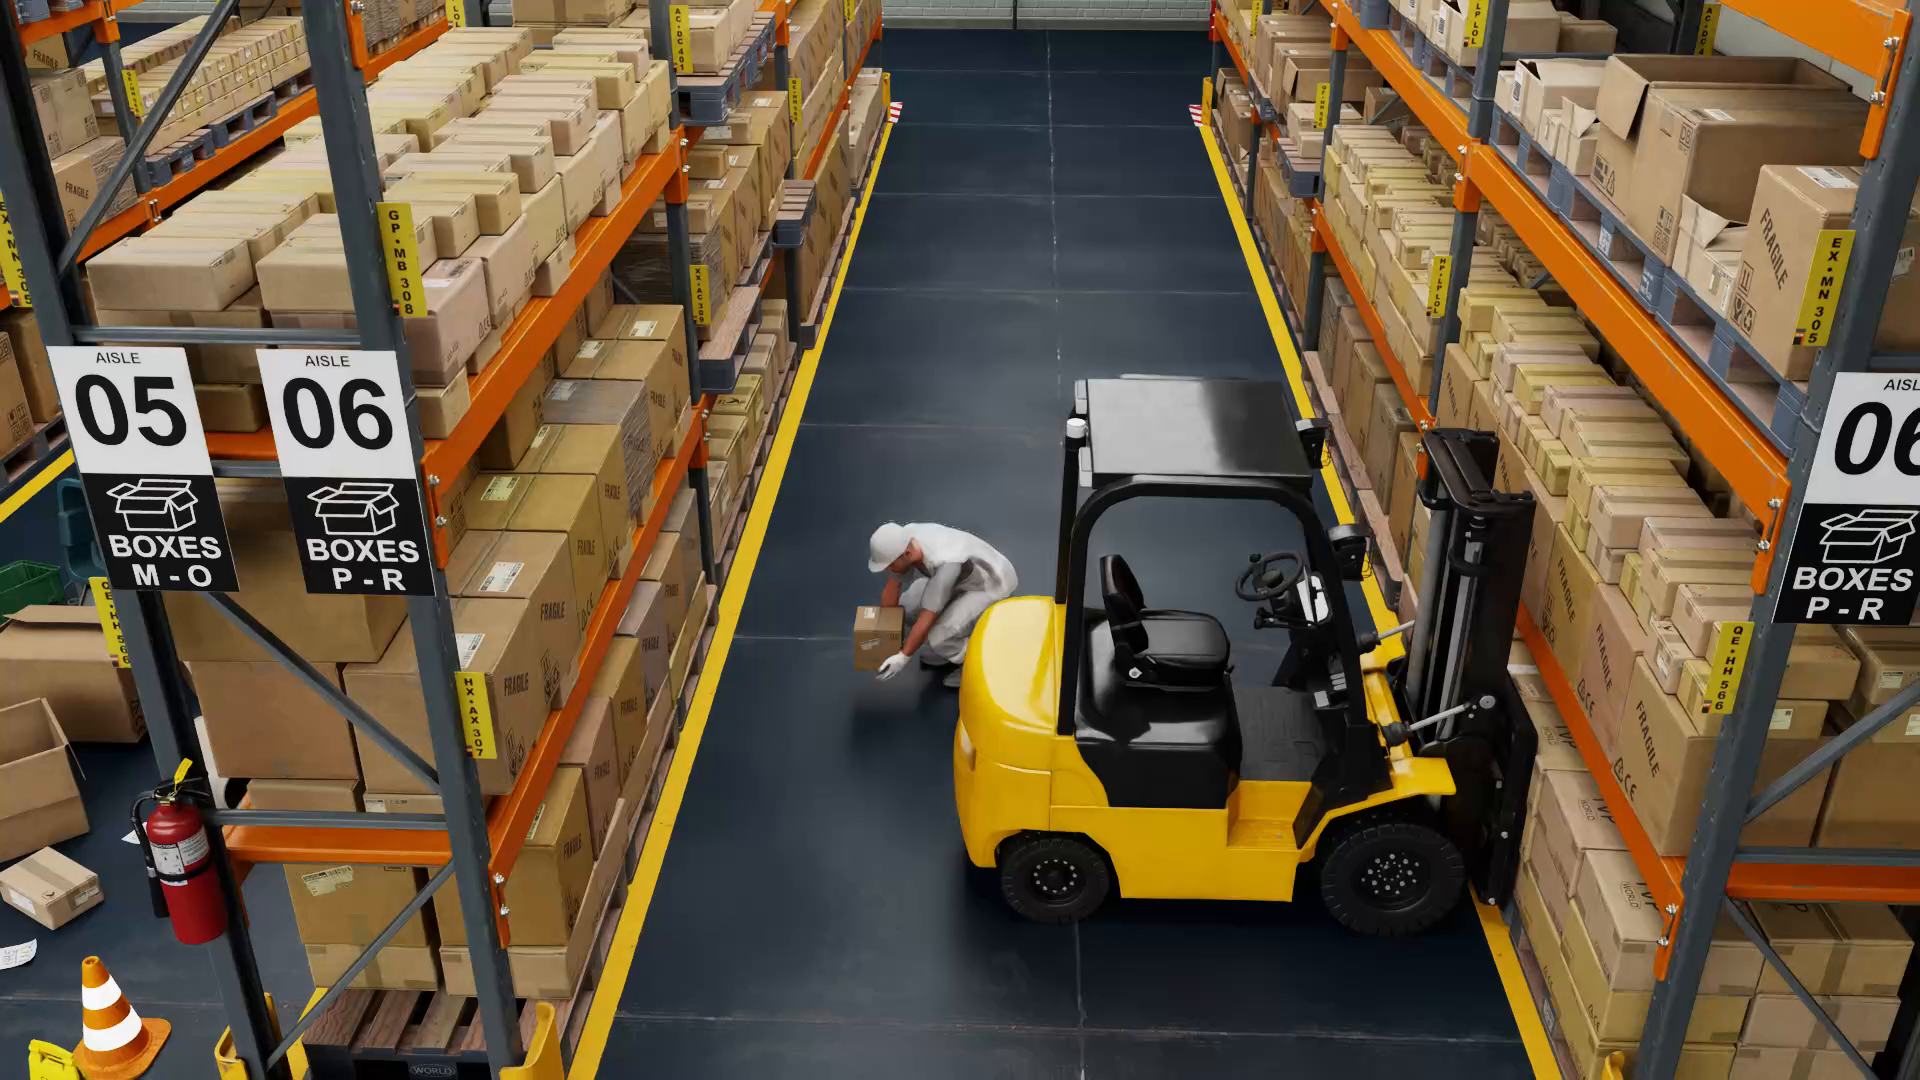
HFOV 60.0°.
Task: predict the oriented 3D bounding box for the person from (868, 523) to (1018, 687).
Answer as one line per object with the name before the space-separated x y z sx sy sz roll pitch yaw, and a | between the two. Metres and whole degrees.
person | -0.111 0.300 8.849 0.886 1.027 0.573 -13 31 -24
